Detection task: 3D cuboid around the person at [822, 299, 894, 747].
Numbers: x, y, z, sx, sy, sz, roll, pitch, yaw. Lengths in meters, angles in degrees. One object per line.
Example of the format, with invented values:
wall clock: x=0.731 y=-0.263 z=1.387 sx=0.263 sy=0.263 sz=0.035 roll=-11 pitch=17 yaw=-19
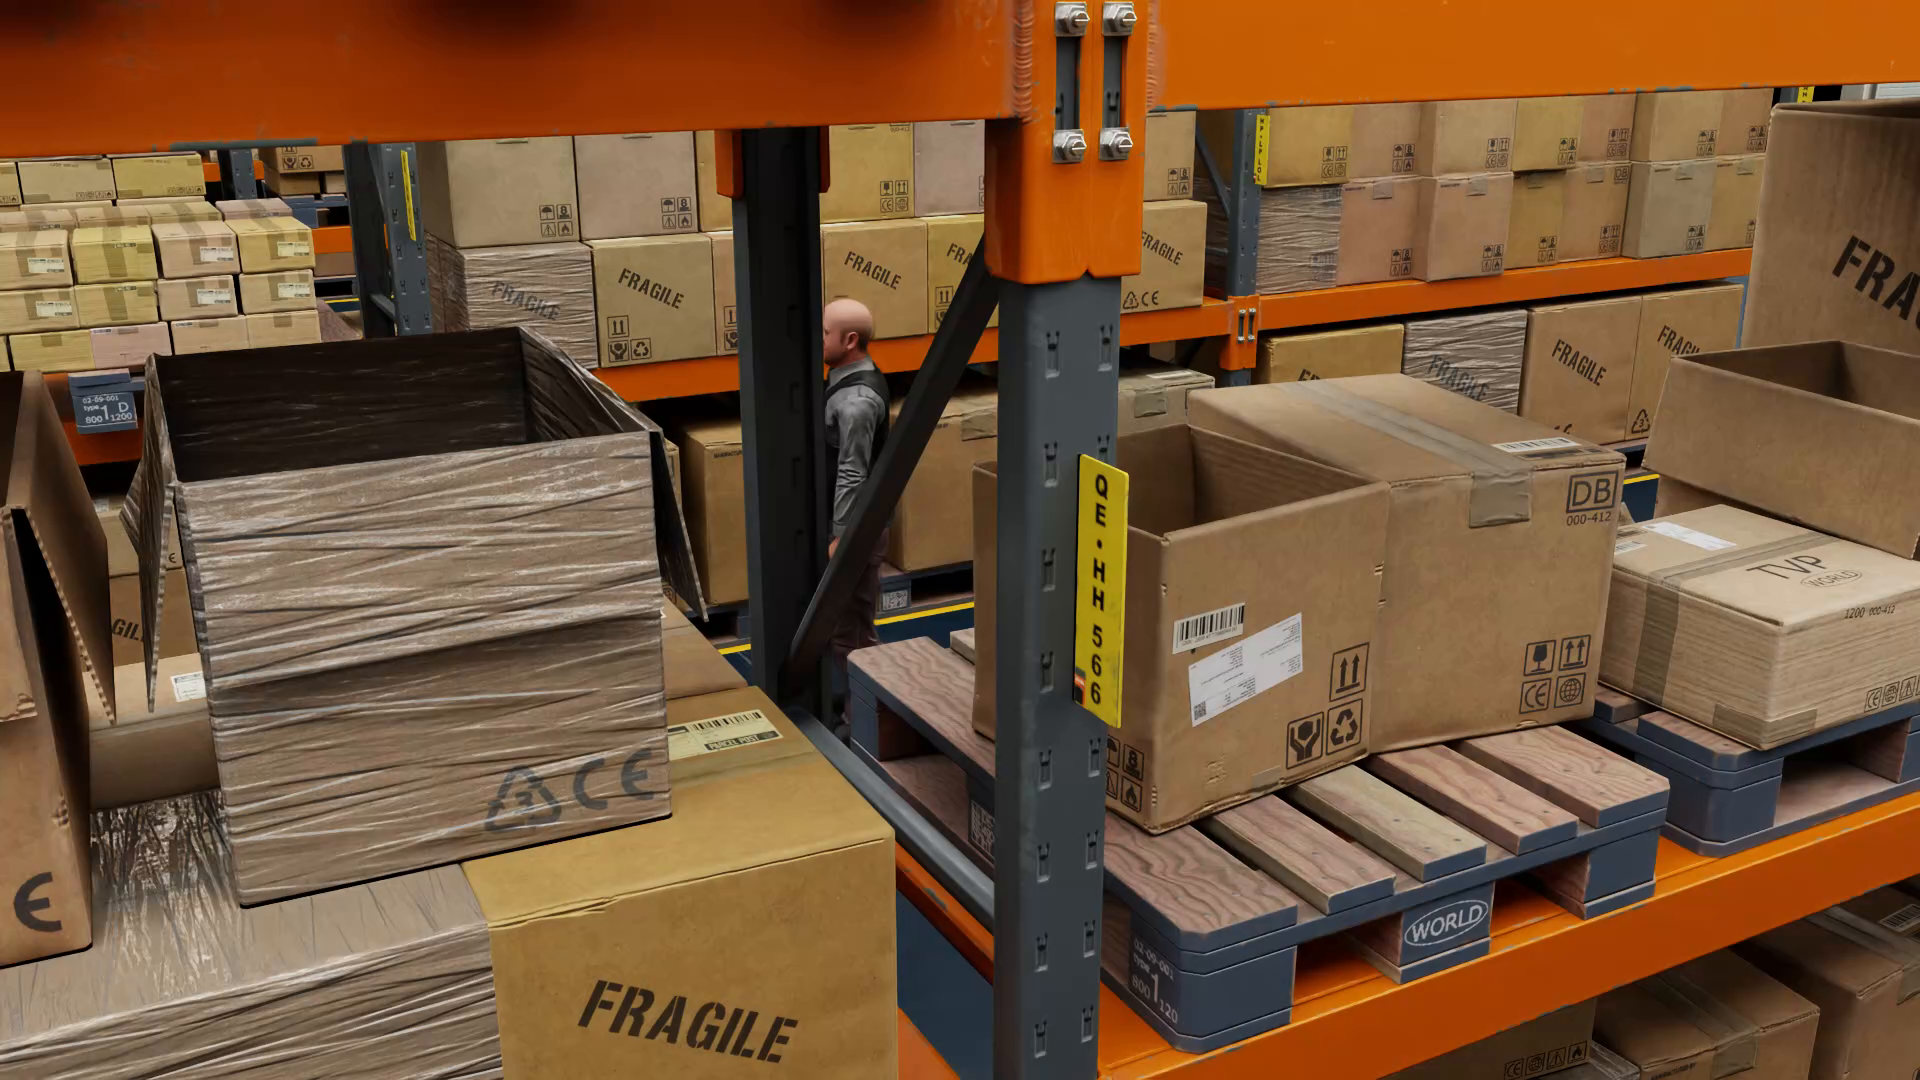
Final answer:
person: x=-0.430 y=-0.047 z=6.243 sx=0.354 sy=1.736 sz=0.647 roll=-2 pitch=18 yaw=-5
